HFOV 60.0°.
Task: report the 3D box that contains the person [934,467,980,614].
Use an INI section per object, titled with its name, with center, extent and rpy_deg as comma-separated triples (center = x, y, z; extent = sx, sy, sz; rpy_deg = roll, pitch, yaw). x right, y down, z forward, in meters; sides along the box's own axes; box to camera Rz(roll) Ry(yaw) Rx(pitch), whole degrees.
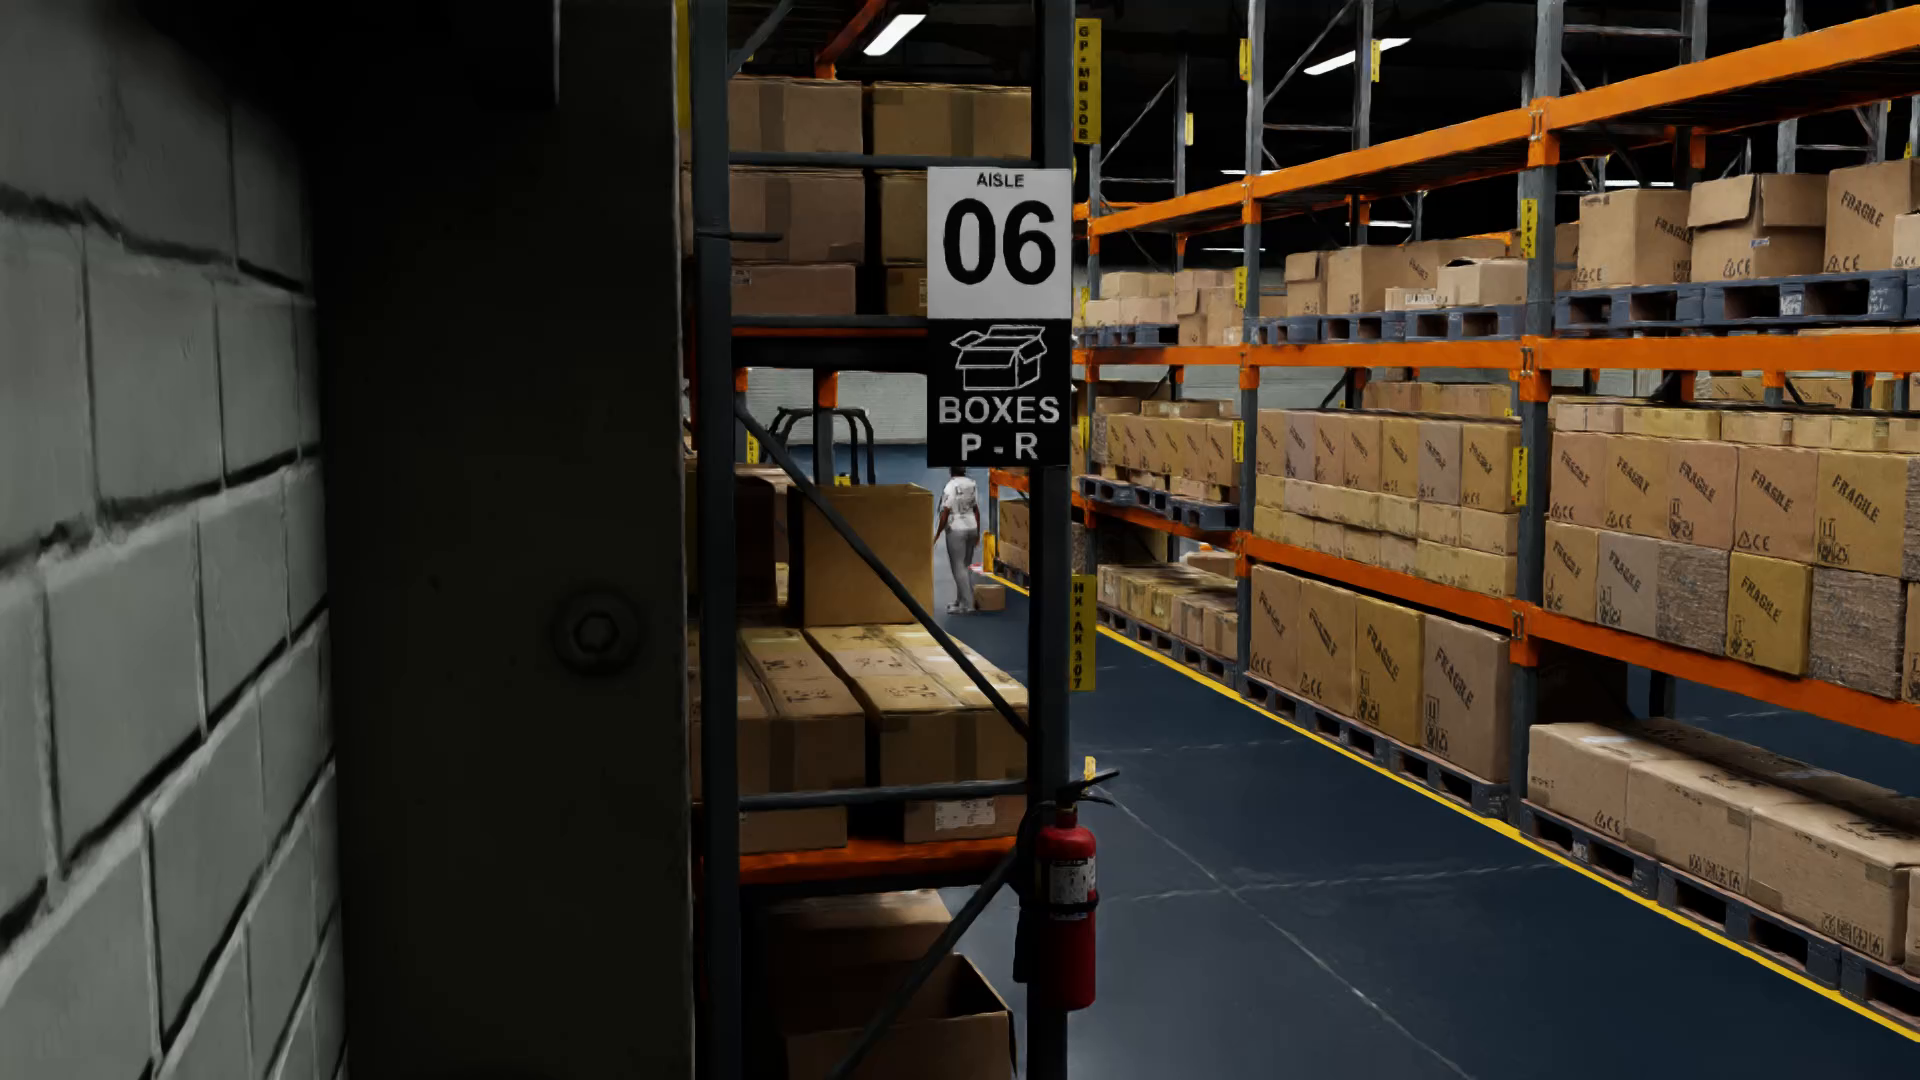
[person]
center = -0.024, -0.068, 17.703
extent = 0.523, 1.685, 0.483
rpy_deg = 5, 8, 41
